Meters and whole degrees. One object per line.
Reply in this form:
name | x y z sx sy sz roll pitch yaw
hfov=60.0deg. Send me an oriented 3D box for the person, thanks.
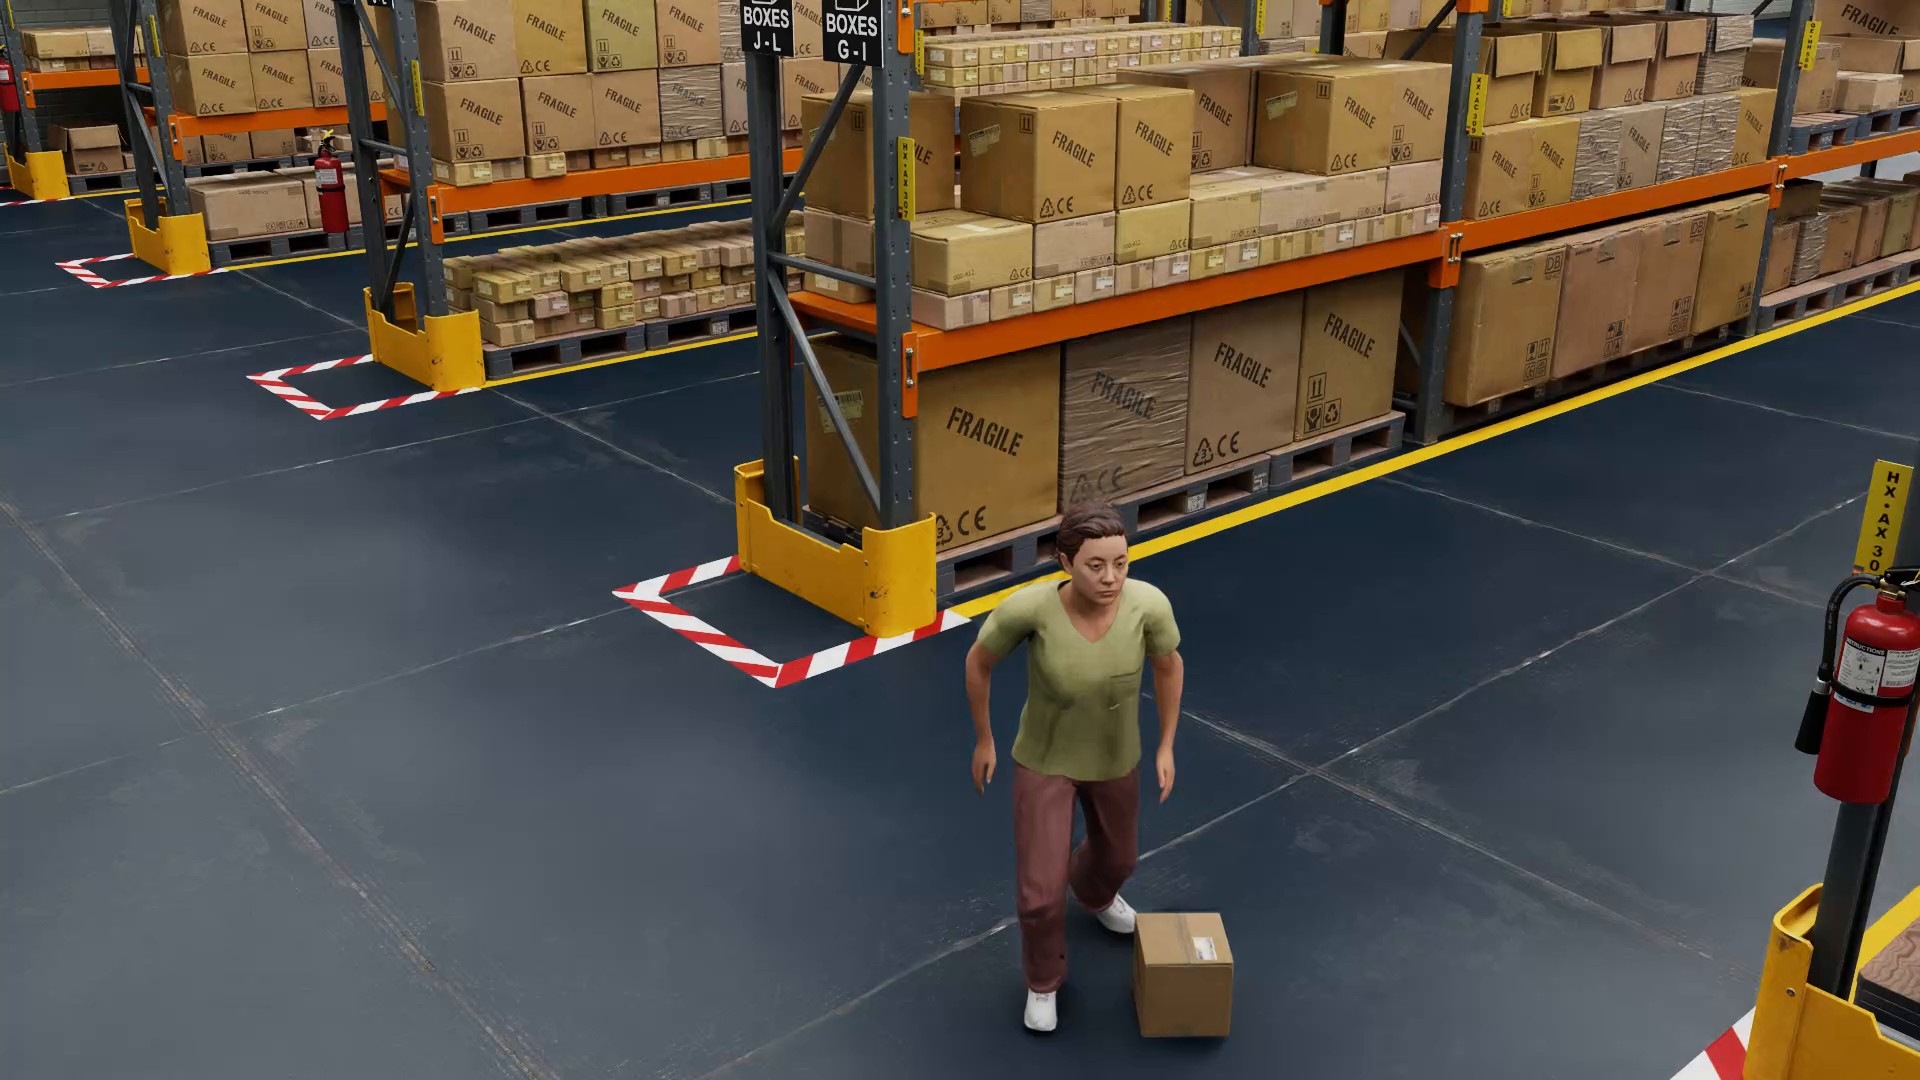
person | 0.300 0.571 4.702 0.607 1.605 0.745 -4 21 -10
